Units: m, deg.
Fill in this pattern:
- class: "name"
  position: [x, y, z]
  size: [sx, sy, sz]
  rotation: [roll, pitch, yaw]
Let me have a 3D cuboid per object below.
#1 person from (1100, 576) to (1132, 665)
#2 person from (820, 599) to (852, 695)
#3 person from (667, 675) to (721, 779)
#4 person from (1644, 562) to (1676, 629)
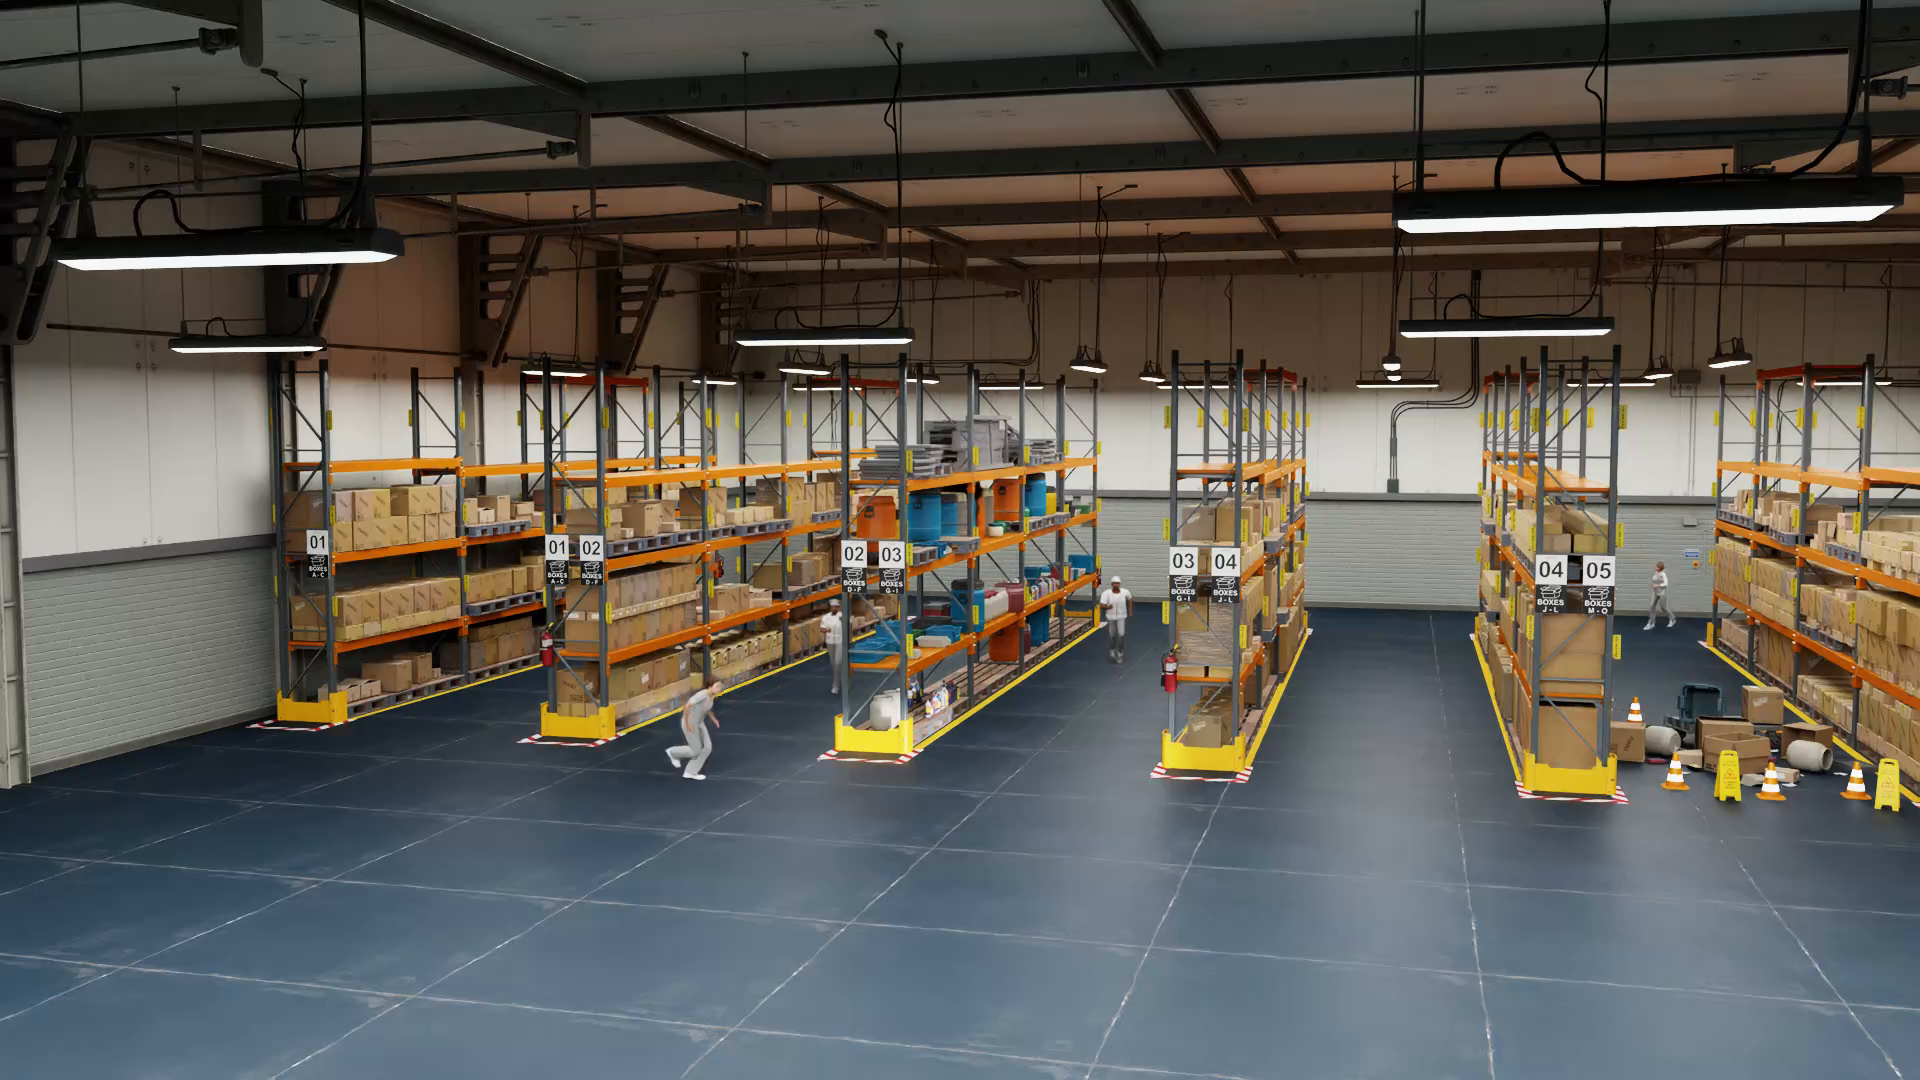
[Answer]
- class: "person"
  position: [3.228, 1.650, 34.373]
  size: [0.680, 1.824, 0.848]
  rotation: [0, 4, 4]
- class: "person"
  position: [-2.294, 1.941, 30.738]
  size: [0.530, 1.737, 0.860]
  rotation: [1, 4, 12]
- class: "person"
  position: [-3.724, 2.620, 23.183]
  size: [0.887, 1.462, 0.574]
  rotation: [2, 4, 23]
- class: "person"
  position: [16.778, 1.325, 39.797]
  size: [0.788, 1.617, 0.554]
  rotation: [-1, 4, -11]
